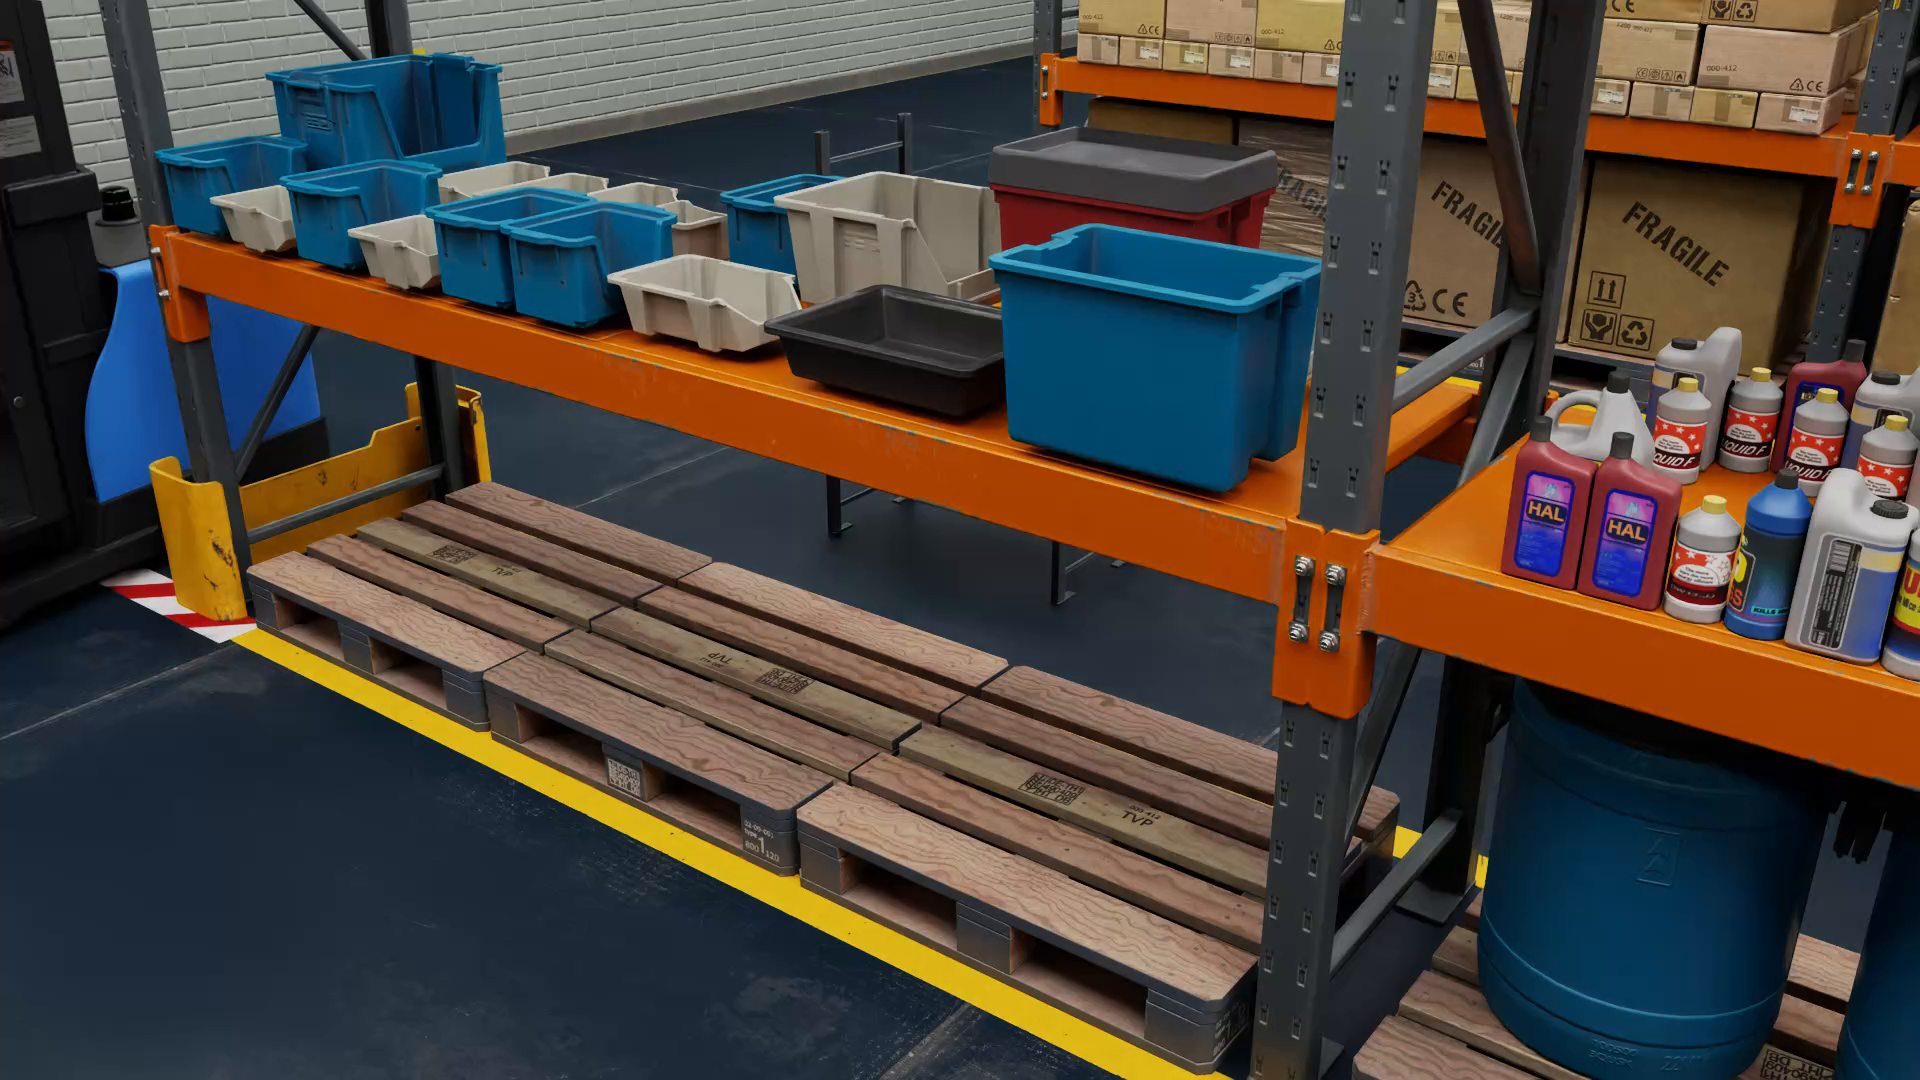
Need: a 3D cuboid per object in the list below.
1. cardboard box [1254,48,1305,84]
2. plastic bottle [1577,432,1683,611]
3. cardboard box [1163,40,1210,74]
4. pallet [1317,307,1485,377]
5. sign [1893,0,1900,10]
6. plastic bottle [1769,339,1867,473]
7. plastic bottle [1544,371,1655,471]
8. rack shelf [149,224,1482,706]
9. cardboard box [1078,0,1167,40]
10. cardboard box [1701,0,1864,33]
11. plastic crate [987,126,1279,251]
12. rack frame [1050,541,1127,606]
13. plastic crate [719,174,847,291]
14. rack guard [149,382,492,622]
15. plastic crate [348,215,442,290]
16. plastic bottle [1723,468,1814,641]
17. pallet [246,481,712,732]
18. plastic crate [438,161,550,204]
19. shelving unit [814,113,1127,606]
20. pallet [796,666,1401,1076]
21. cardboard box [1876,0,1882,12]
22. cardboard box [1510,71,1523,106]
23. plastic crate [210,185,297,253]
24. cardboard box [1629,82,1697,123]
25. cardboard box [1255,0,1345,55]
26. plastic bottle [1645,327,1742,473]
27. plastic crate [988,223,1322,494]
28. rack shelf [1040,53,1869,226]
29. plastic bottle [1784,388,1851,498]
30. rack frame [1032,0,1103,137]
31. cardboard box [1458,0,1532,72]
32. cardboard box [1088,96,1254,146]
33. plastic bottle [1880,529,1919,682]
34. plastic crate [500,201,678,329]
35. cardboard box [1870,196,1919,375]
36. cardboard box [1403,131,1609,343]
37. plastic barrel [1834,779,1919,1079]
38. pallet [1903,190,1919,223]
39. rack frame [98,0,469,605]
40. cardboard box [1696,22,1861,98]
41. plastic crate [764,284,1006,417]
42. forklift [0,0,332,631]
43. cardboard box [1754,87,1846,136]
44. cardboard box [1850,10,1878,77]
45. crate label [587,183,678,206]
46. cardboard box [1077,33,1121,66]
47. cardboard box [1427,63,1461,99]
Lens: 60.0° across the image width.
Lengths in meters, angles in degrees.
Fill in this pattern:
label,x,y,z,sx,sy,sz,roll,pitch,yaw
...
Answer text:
label,x,y,z,sx,sy,sz,roll,pitch,yaw
cardboard box,1.646,-2.355,8.186,0.250,0.149,0.380,16,28,32
plastic bottle,1.111,-0.033,2.749,0.133,0.283,0.061,17,29,33
cardboard box,1.234,-2.479,8.469,0.250,0.149,0.380,16,28,32
pallet,2.396,-1.171,8.645,1.213,0.211,1.003,17,29,33
sign,3.606,-2.196,6.342,0.005,0.325,0.100,17,29,33
plastic bottle,1.689,-0.259,3.263,0.133,0.283,0.061,17,29,33
plastic bottle,1.087,-0.123,2.870,0.185,0.351,0.144,17,29,33
rack shelf,-0.633,-0.499,4.555,4.000,0.370,1.077,17,29,33
cardboard box,0.959,-2.774,8.644,0.500,0.250,0.500,16,28,32
cardboard box,3.409,-2.378,6.815,0.500,0.500,0.500,18,29,35
plastic crate,0.403,-0.698,3.961,0.583,0.464,0.402,17,29,33
rack frame,0.475,-0.543,5.622,0.032,1.500,0.500,17,29,33
plastic crate,-0.436,-0.849,4.590,0.300,0.233,0.416,17,29,33
rack guard,-2.261,-0.170,6.015,0.348,0.500,1.175,17,29,33
plastic crate,-1.484,-0.785,4.563,0.298,0.136,0.250,17,29,33
plastic bottle,1.293,0.018,2.648,0.097,0.271,0.097,0,24,0
pallet,-1.597,0.176,5.589,1.213,0.211,1.003,17,29,33
plastic crate,-1.472,-1.080,5.234,0.243,0.136,0.396,17,29,33
shelving unit,0.068,-0.666,5.901,1.048,1.500,0.538,17,29,33
pallet,0.355,0.766,4.250,1.213,0.211,1.003,17,29,33
cardboard box,6.010,-3.593,10.996,0.250,0.149,0.380,16,28,32
cardboard box,2.673,-2.045,7.482,0.250,0.149,0.380,17,29,34
plastic crate,-2.026,-0.949,4.936,0.298,0.136,0.250,17,29,33
cardboard box,3.086,-1.920,7.200,0.250,0.149,0.380,16,29,32
cardboard box,1.779,-2.528,8.085,0.500,0.250,0.500,16,28,32
plastic bottle,1.476,-0.297,3.358,0.135,0.276,0.152,17,29,33
plastic crate,0.389,-0.368,3.310,0.575,0.384,0.392,17,29,33
rack shelf,2.337,-2.097,8.182,4.000,0.370,1.077,17,29,33
plastic bottle,1.656,-0.192,3.212,0.097,0.201,0.097,0,24,0
rack frame,0.737,-2.910,9.135,0.127,3.000,1.000,17,29,33
cardboard box,2.603,-2.280,7.522,0.500,0.250,0.500,18,29,34
cardboard box,1.297,-2.001,9.186,0.875,0.875,0.875,17,29,33
plastic bottle,1.478,0.074,2.521,0.097,0.271,0.097,0,24,0
plastic crate,-0.940,-0.706,4.265,0.300,0.233,0.416,17,29,33
cardboard box,4.462,-1.014,6.946,0.875,0.875,1.225,17,29,33
cardboard box,2.737,-1.566,8.198,0.875,0.875,0.875,17,29,33
plastic barrel,1.959,0.732,2.951,0.708,0.901,0.600,17,29,33
pallet,6.435,-2.394,11.421,1.213,0.211,1.003,17,29,33
rack frame,-2.234,-1.312,5.508,0.127,3.000,1.000,17,29,33
cardboard box,3.427,-2.032,6.960,0.500,0.250,0.500,16,29,32
plastic crate,-0.090,-0.430,3.773,0.590,0.125,0.437,17,29,33
forklift,-3.643,-1.116,5.147,1.130,2.935,3.031,12,26,25
cardboard box,3.497,-1.796,6.917,0.250,0.149,0.380,17,29,34
cardboard box,3.719,-2.208,7.359,0.500,0.250,0.500,16,29,32
crate label,-1.012,-0.946,4.929,0.243,0.136,0.396,17,29,33
cardboard box,0.823,-2.603,8.749,0.250,0.149,0.380,17,29,34
cardboard box,2.266,-2.168,7.763,0.250,0.149,0.380,17,29,34
